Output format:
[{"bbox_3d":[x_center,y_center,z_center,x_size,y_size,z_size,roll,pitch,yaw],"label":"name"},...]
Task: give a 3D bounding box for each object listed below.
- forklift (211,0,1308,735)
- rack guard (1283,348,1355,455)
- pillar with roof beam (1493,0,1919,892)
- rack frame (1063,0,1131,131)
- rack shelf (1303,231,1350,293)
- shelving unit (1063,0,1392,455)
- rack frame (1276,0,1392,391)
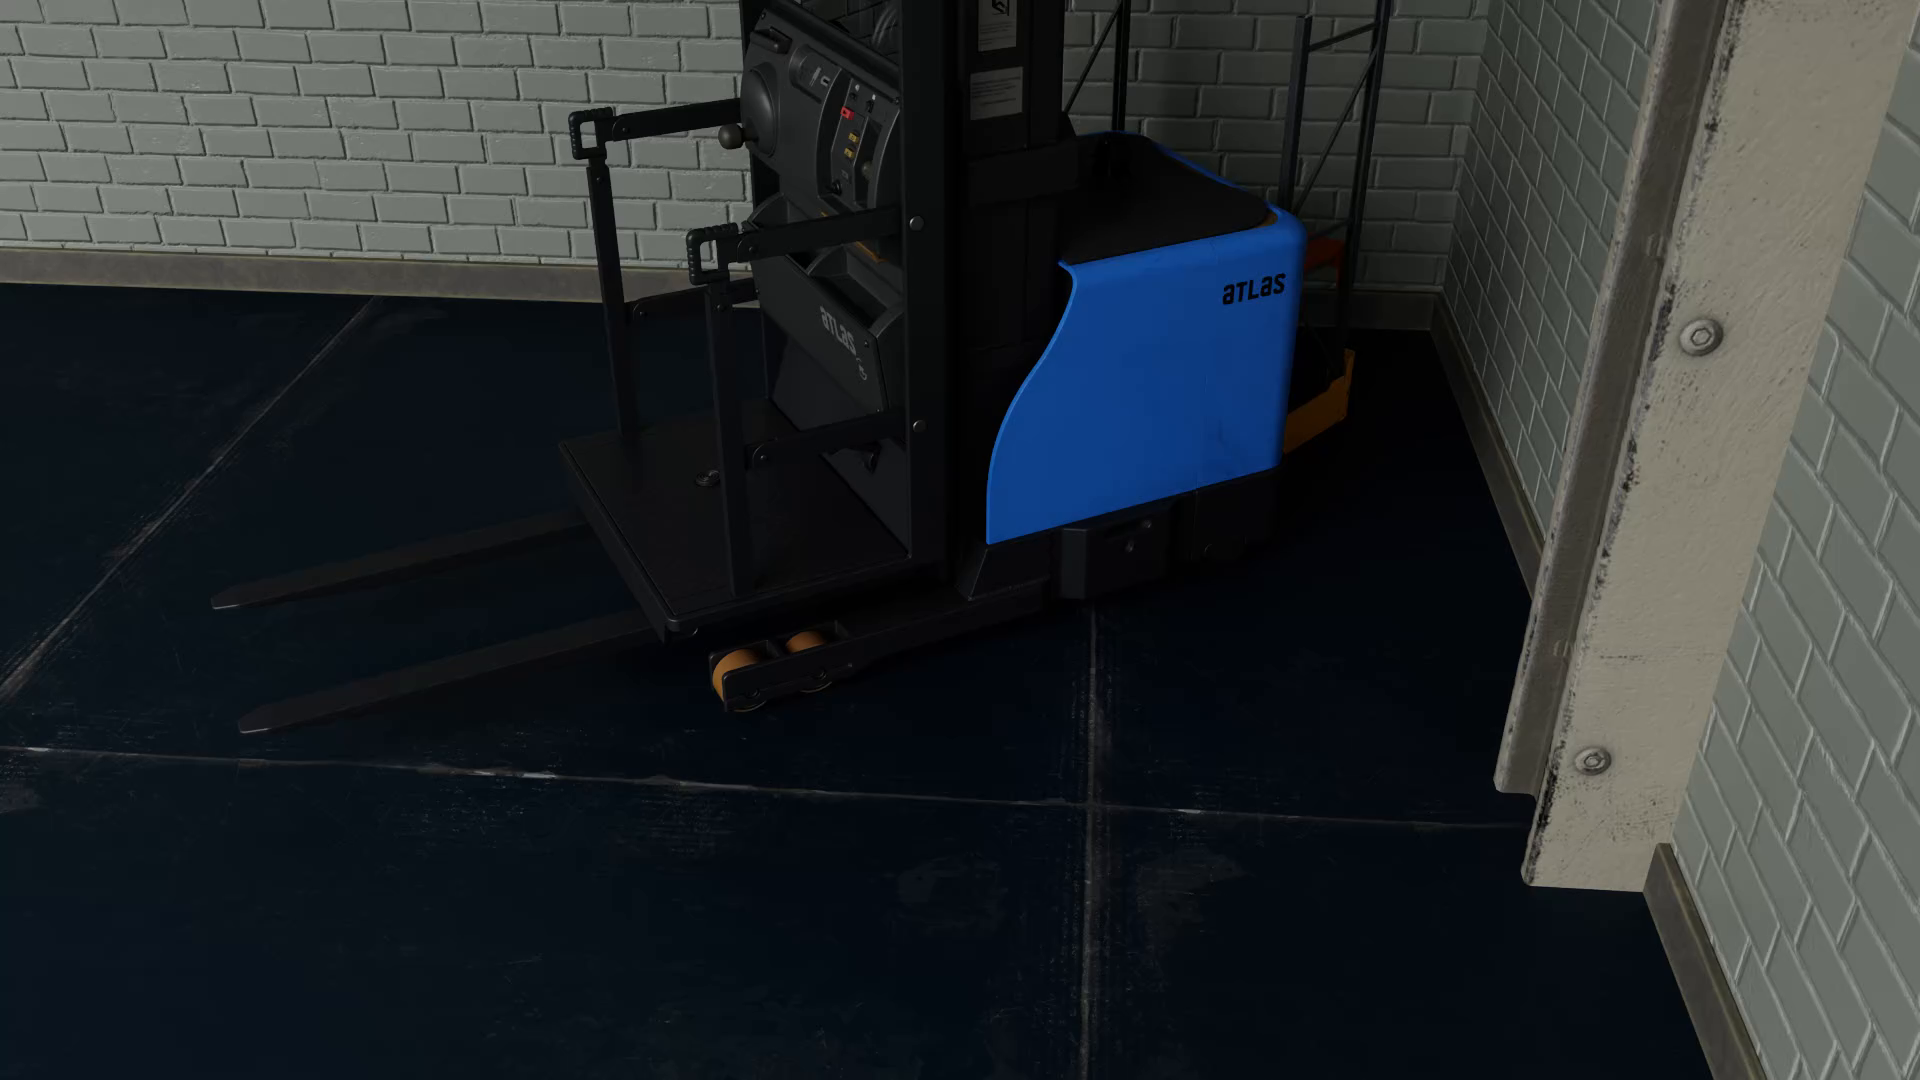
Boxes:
[{"bbox_3d":[-0.556,-1.100,4.242,3.031,2.935,1.130,-15,35,-23],"label":"forklift"},{"bbox_3d":[1.167,-0.456,5.752,0.087,0.250,0.587,26,40,35],"label":"rack guard"},{"bbox_3d":[-2.786,-3.297,2.023,9.100,9.000,0.400,2,32,4],"label":"pillar with roof beam"},{"bbox_3d":[0.424,-1.352,6.014,0.032,1.500,0.500,26,40,35],"label":"rack frame"},{"bbox_3d":[0.796,-1.017,5.813,1.000,0.185,0.538,26,40,35],"label":"rack shelf"},{"bbox_3d":[0.803,-1.166,5.713,1.083,1.500,0.587,26,40,35],"label":"shelving unit"},{"bbox_3d":[1.168,-0.988,5.423,0.032,1.500,0.500,26,40,35],"label":"rack frame"}]
